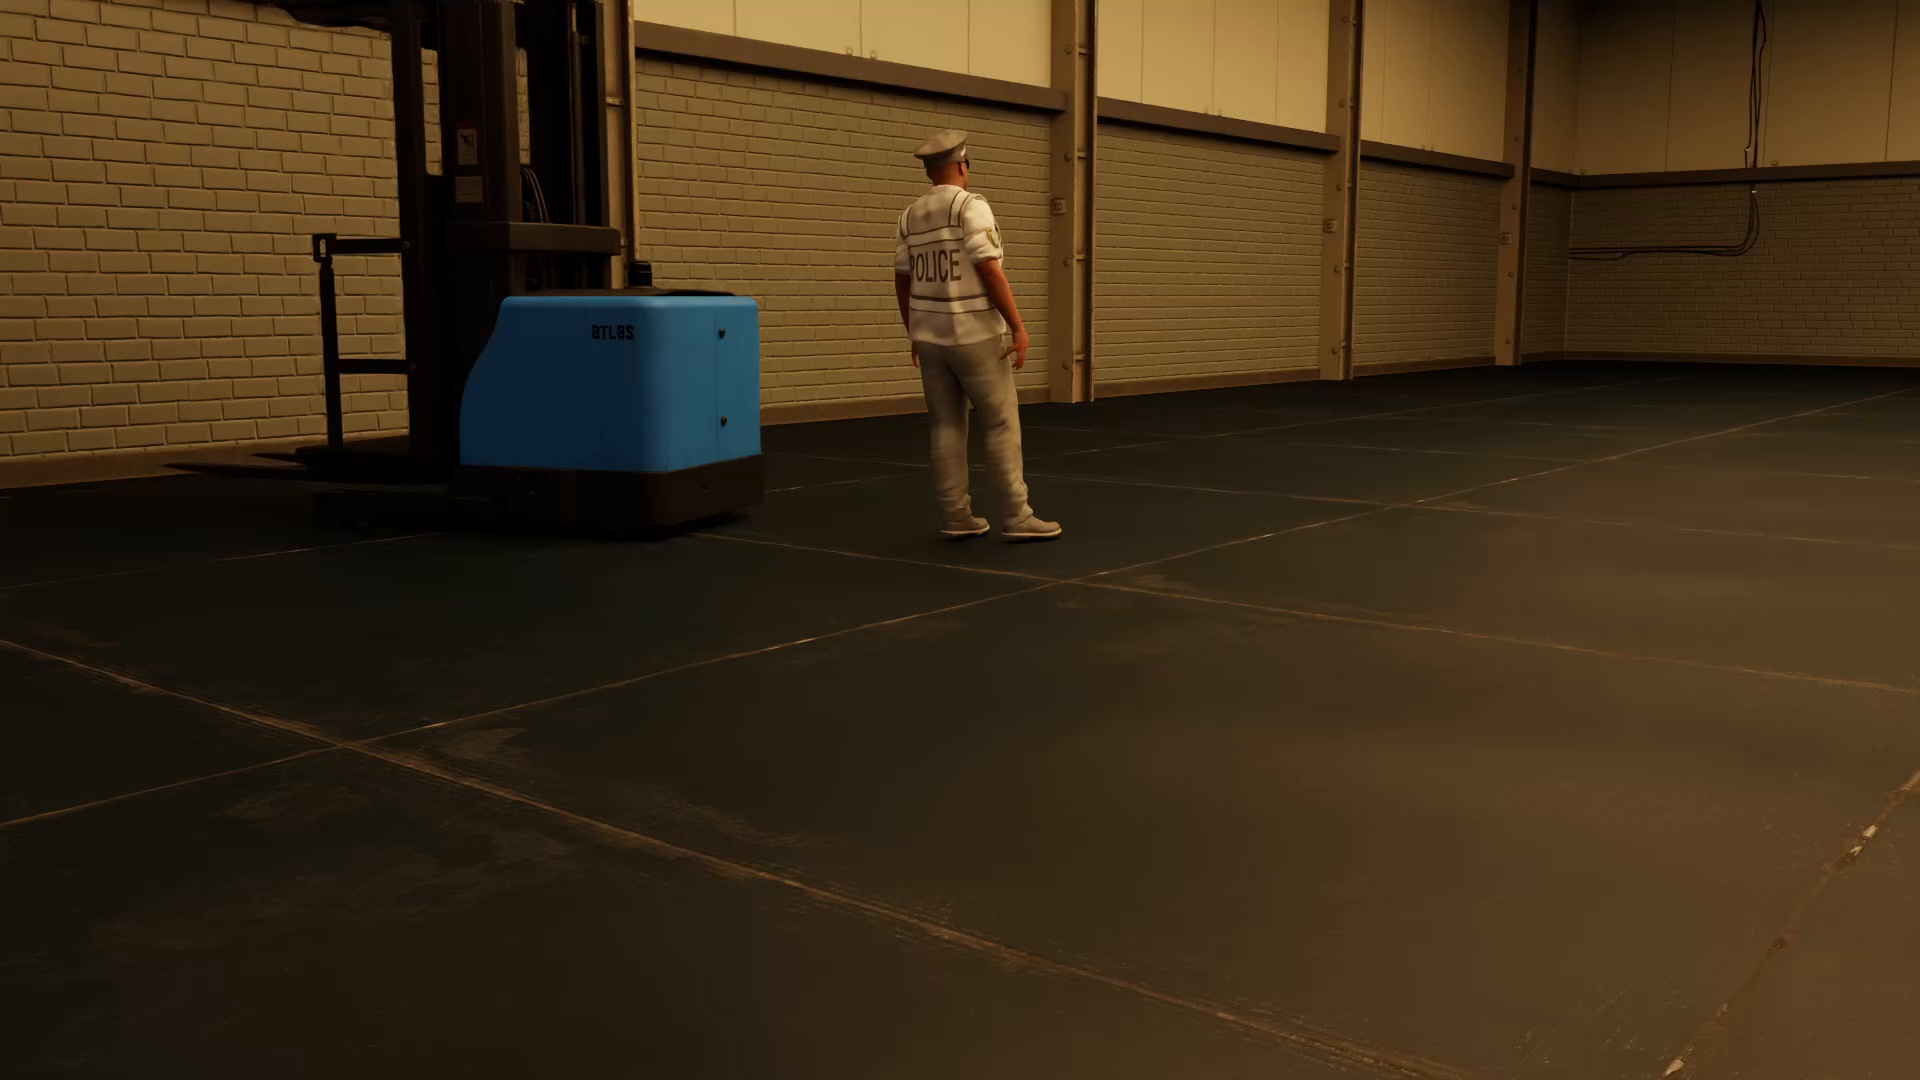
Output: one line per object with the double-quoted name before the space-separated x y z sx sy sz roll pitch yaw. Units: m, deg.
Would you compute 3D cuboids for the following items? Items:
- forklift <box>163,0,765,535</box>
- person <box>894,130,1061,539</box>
"forklift" -2.532 -1.580 8.079 3.031 2.935 1.130 3 9 20
"person" 0.058 -0.896 7.327 0.640 1.780 0.575 7 11 38
